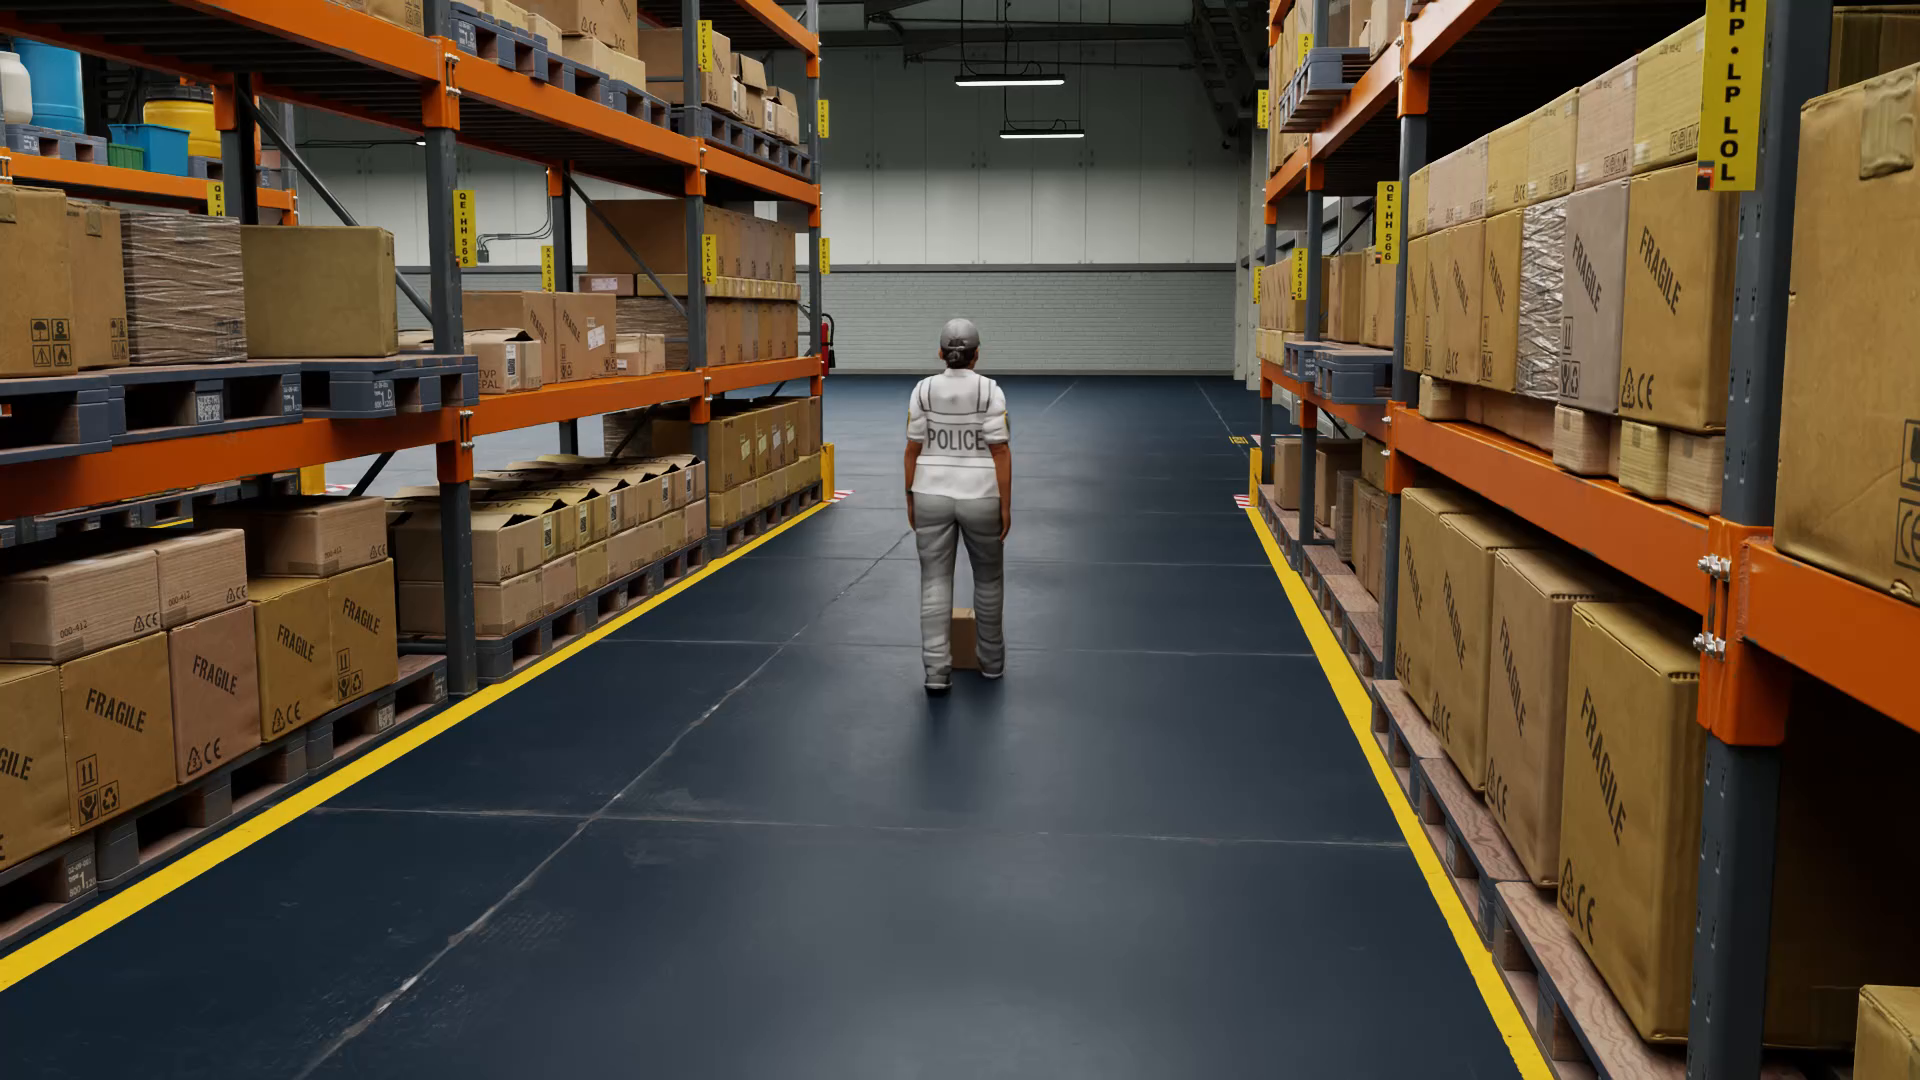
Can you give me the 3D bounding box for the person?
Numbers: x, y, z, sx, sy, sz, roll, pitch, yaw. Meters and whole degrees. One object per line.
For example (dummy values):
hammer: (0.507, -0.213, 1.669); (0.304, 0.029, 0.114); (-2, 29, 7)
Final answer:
person: (0.002, -0.168, 7.557); (0.484, 1.662, 0.648); (1, 8, 6)
